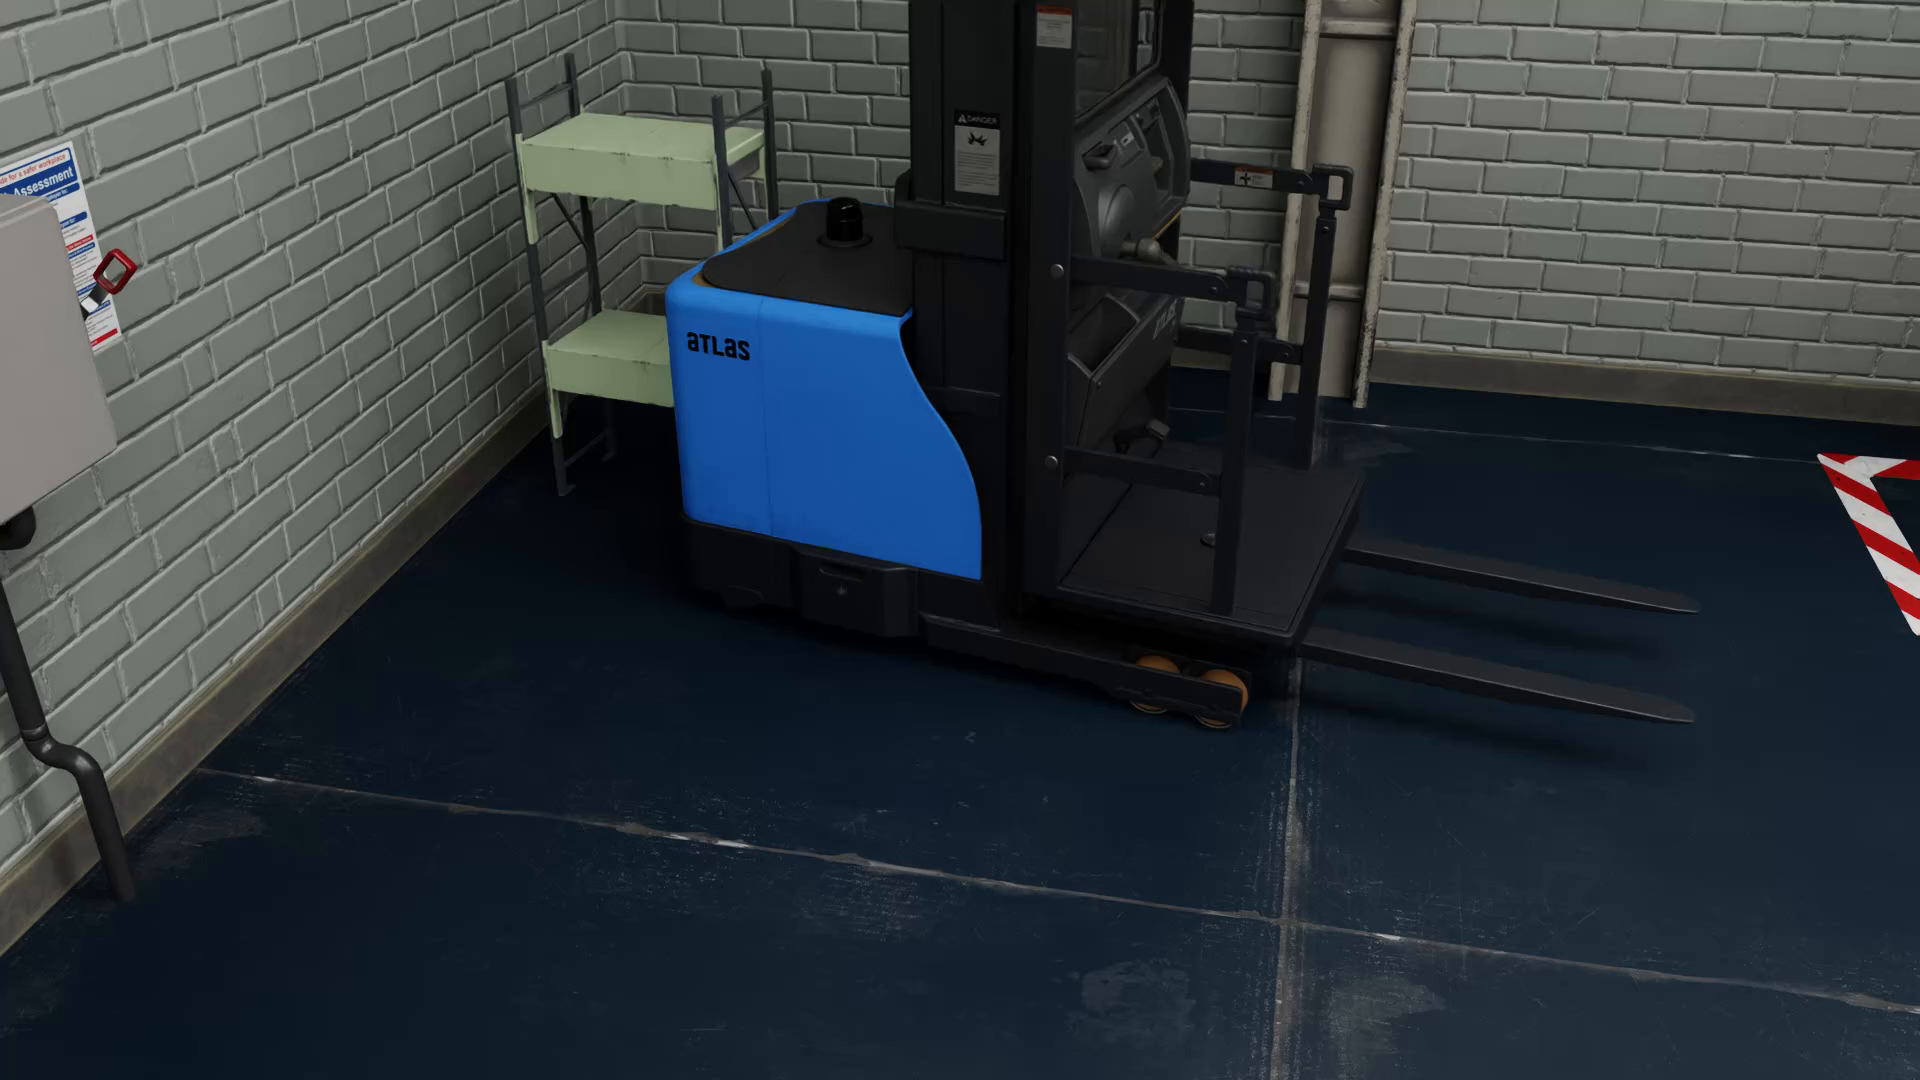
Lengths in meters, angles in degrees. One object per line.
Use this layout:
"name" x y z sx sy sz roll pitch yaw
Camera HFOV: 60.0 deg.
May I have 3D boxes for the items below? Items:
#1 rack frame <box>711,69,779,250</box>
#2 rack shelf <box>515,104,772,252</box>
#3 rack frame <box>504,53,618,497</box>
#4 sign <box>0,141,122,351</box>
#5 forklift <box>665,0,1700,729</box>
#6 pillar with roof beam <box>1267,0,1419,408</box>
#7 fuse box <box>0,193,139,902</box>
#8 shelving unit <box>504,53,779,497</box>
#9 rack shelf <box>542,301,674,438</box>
"rack frame" -0.691 -0.792 5.634 0.023 1.500 0.400 9 30 16
"rack shelf" -1.037 -1.191 5.551 0.720 0.370 0.431 9 30 16
"rack frame" -1.384 -0.905 5.842 0.023 1.500 0.400 9 30 16
"sign" -2.141 -0.654 3.920 0.001 0.494 0.329 6 29 11
"forklift" 0.674 -1.036 4.590 3.031 2.935 1.130 11 31 20
"pillar with roof beam" 0.582 -2.551 1.039 0.400 9.000 9.100 6 29 11
"fuse box" -2.042 0.122 3.745 0.414 1.711 0.539 6 29 11
"shelving unit" -1.037 -0.848 5.738 0.755 1.500 0.431 9 30 16
"rack shelf" -1.037 -0.562 5.894 0.720 0.370 0.431 9 30 16
